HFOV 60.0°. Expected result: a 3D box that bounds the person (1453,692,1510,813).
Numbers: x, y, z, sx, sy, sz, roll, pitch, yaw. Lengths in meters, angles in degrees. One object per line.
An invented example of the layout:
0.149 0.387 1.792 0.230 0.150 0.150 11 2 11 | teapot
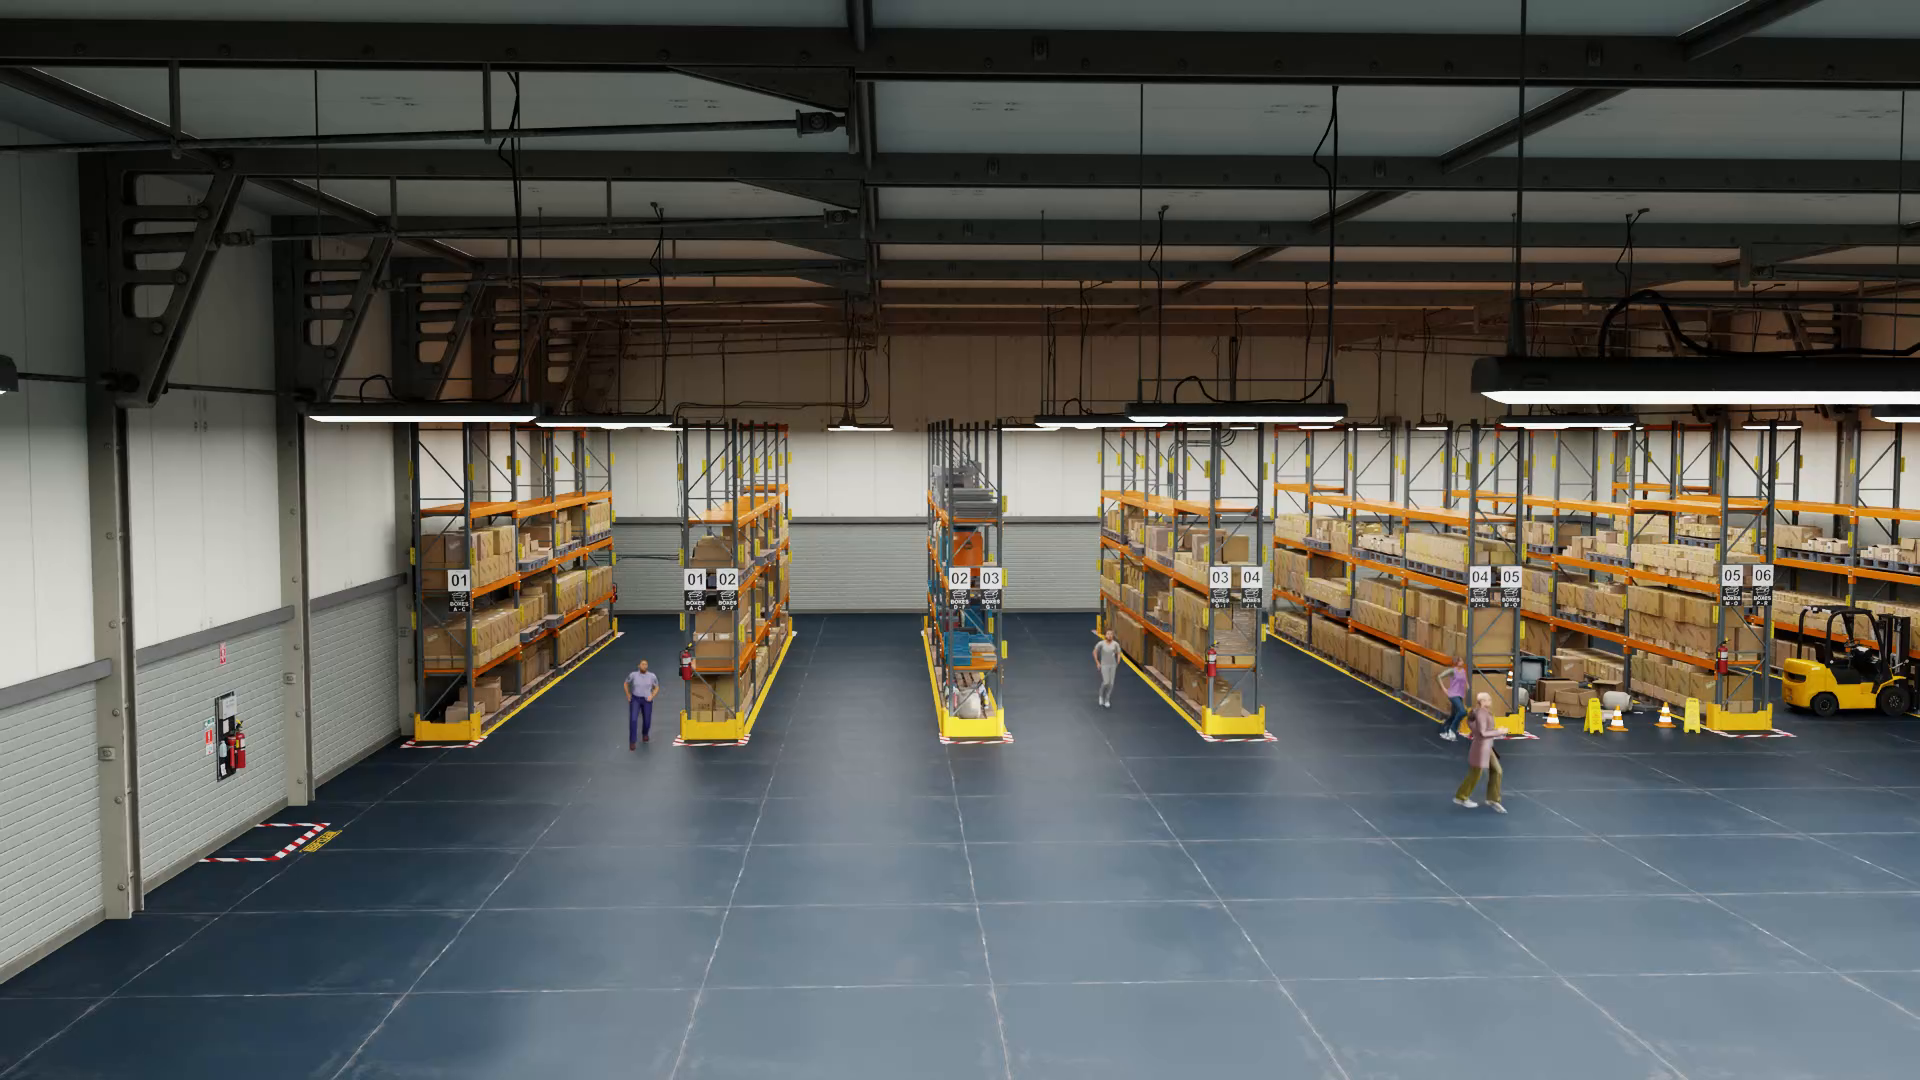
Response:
7.897 3.218 25.167 0.811 1.837 0.699 2 4 25 | person

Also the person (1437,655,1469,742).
9.258 2.952 31.049 0.545 1.594 0.584 -4 5 -44 | person

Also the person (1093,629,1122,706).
3.116 2.671 34.795 0.573 1.637 0.569 -1 4 -13 | person

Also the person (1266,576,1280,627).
9.335 1.820 49.019 0.744 1.566 0.595 0 4 3 | person

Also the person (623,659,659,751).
-5.838 2.984 30.437 0.631 1.604 0.823 -1 4 -12 | person
